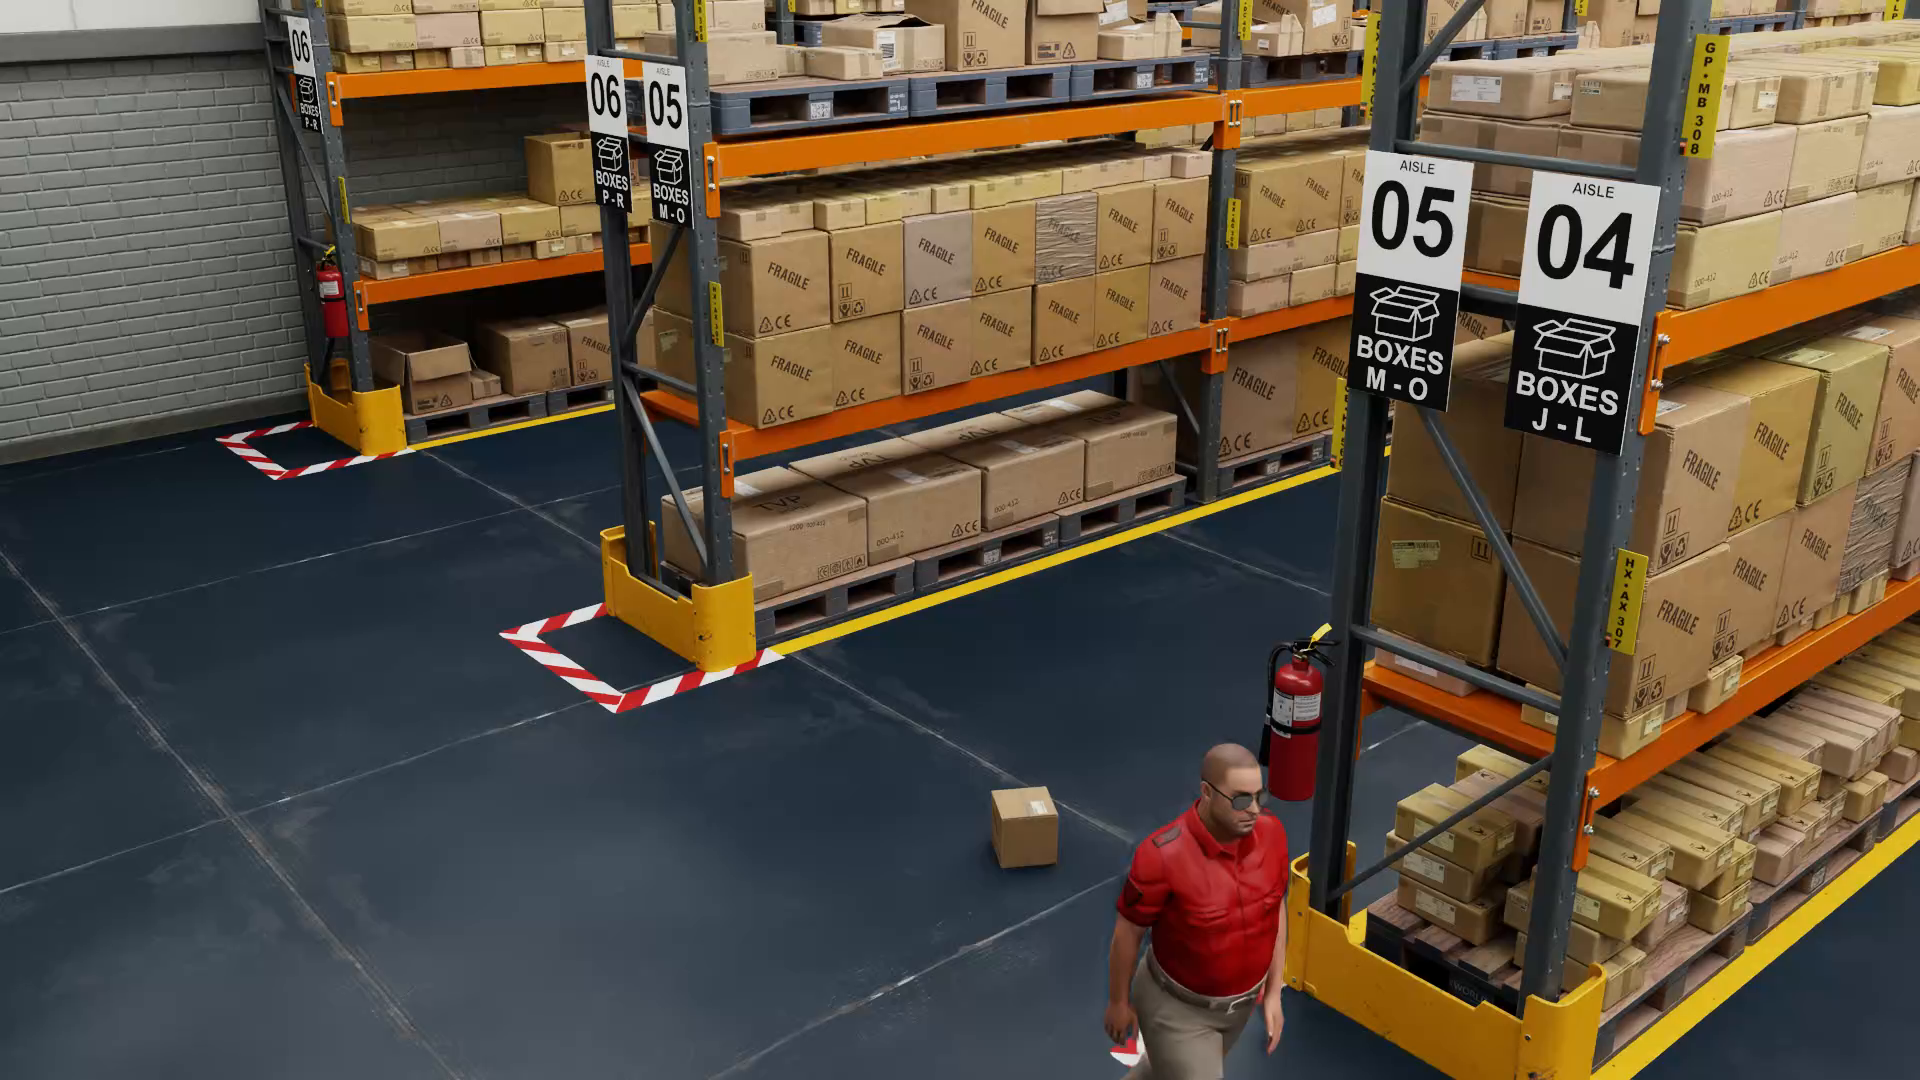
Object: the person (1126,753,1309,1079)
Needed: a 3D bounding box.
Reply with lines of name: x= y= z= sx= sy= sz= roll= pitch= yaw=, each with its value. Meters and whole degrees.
person: x=0.792 y=1.385 z=4.953 sx=0.534 sy=1.675 sz=1.006 roll=-14 pitch=25 yaw=-33
